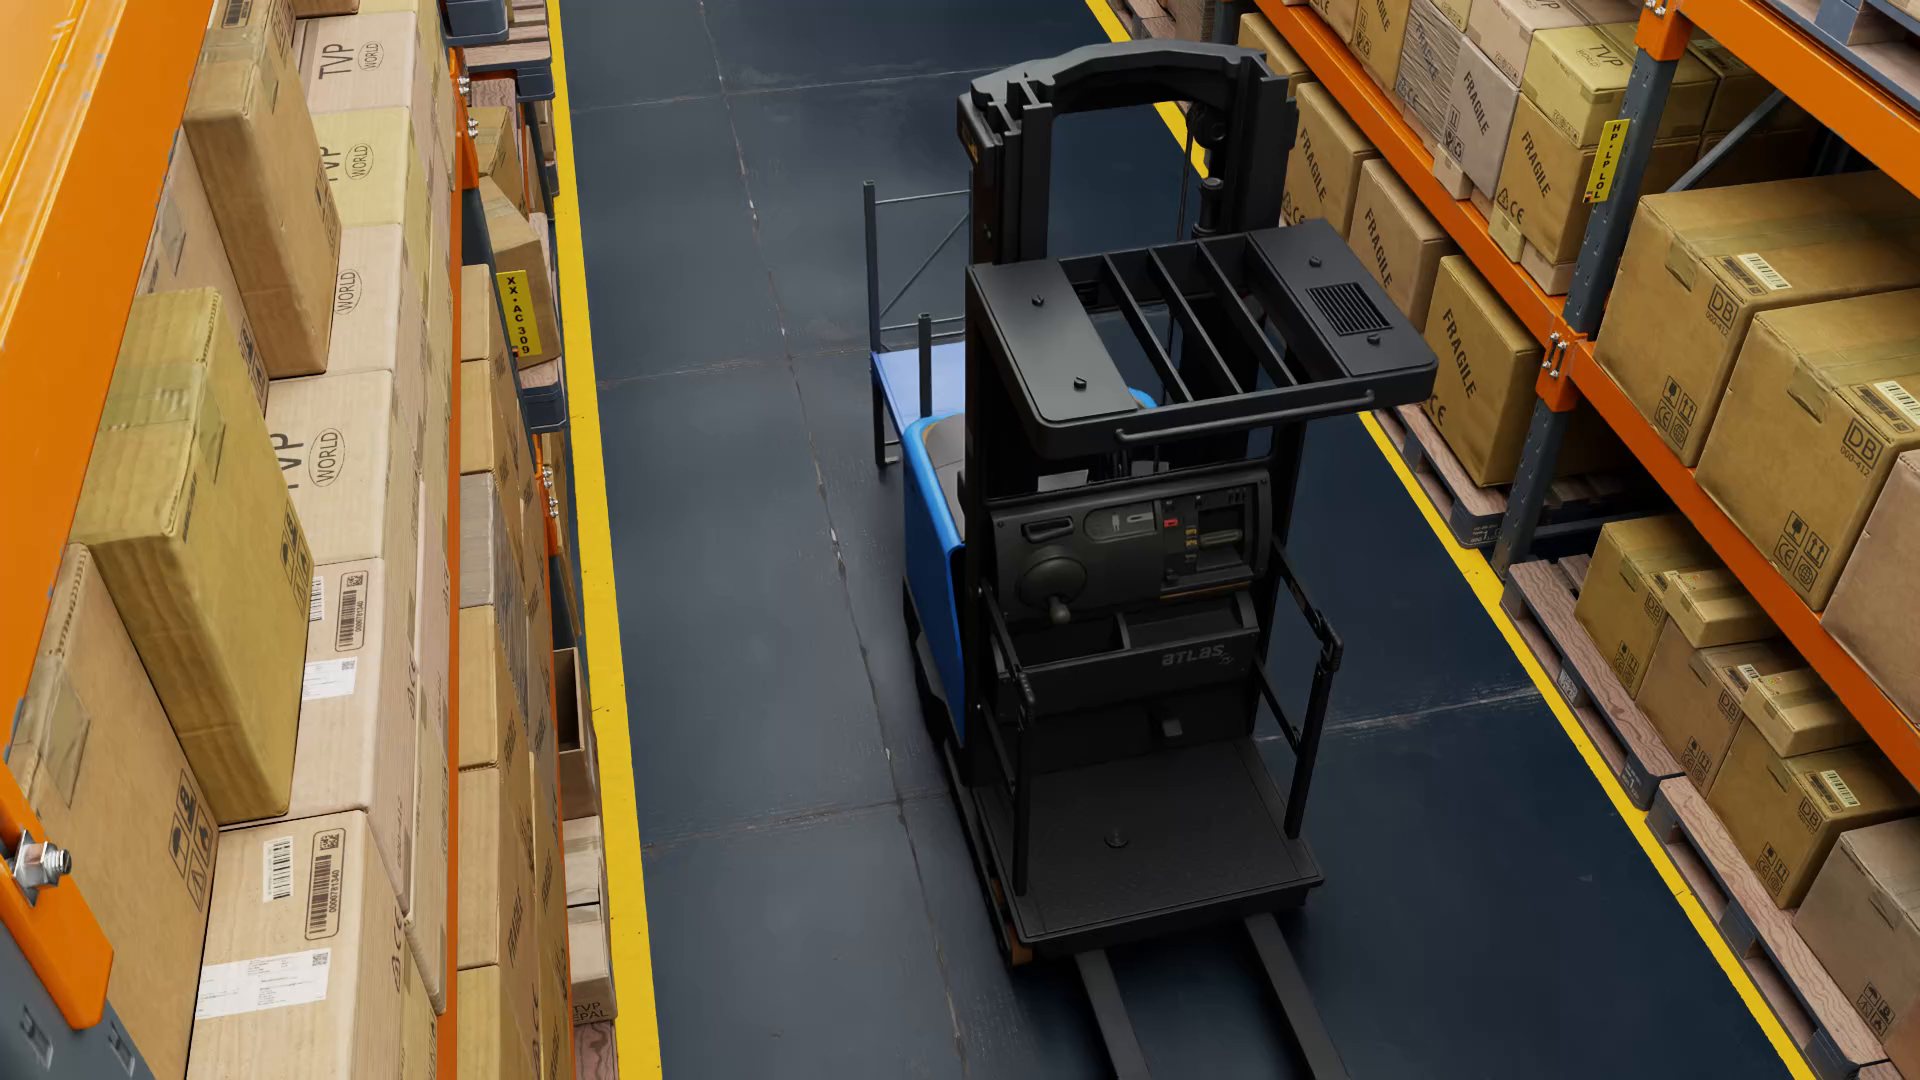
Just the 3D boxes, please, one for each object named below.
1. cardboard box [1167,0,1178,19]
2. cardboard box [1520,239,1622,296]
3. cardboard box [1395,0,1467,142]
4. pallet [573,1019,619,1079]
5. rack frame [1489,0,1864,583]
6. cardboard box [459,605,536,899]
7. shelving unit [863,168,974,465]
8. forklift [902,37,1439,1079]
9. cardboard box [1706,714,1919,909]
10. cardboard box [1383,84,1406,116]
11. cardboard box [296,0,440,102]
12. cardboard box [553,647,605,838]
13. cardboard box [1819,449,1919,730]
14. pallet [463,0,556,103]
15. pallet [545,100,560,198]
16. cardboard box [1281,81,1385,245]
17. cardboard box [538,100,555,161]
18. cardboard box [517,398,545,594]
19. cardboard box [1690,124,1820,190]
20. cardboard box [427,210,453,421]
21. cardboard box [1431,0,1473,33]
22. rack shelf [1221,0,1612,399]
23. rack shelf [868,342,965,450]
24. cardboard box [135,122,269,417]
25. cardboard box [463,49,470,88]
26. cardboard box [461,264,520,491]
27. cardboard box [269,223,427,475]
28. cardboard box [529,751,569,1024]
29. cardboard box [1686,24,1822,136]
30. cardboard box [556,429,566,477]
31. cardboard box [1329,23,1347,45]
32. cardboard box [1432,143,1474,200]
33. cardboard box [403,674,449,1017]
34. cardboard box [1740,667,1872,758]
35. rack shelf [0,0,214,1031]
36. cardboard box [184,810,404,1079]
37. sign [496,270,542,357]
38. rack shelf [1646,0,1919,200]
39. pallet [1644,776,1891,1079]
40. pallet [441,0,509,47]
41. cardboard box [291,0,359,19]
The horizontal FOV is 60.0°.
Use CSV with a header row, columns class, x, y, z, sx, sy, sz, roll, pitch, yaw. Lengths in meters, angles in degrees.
class,x,y,z,sx,sy,sz,roll,pitch,yaw
cardboard box,1.793,-3.677,10.966,0.700,0.500,0.500,-8,42,-9
cardboard box,2.511,-1.136,6.727,0.380,0.149,0.250,-8,42,-9
cardboard box,2.295,-2.120,7.346,0.500,0.500,0.500,-8,42,-9
pallet,-1.562,1.949,5.178,1.003,0.211,1.213,-8,42,-9
rack frame,2.860,-1.044,6.449,1.000,3.000,0.127,-8,42,-9
cardboard box,-1.284,0.532,3.844,0.500,0.500,0.500,-9,42,-10
shelving unit,-0.035,-0.642,7.126,0.538,1.500,1.048,-9,42,-11
forklift,0.615,0.110,5.199,1.130,2.935,3.031,-9,42,-10
cardboard box,3.136,0.892,5.834,0.700,0.500,0.500,-7,42,-8
cardboard box,2.234,-2.140,7.857,0.380,0.149,0.250,-7,42,-8
cardboard box,-1.606,-1.308,4.223,0.500,0.250,0.500,-8,42,-9
cardboard box,-1.576,0.767,5.960,0.500,0.500,0.500,-8,42,-9
cardboard box,3.280,0.142,4.887,0.980,0.700,0.700,-10,43,-11
pallet,-2.624,-2.424,8.147,1.213,0.211,1.003,-8,42,-9
pallet,-2.979,-2.421,10.100,1.003,0.211,1.213,-8,42,-9
cardboard box,2.211,-1.926,8.745,0.750,0.750,0.750,-9,42,-9
cardboard box,-2.665,-2.435,9.771,0.500,0.250,0.500,-8,42,-9
cardboard box,-1.617,-0.082,5.290,0.500,0.500,0.500,-8,42,-9
cardboard box,3.007,-1.535,6.687,0.500,0.500,0.500,-10,43,-11
cardboard box,-1.397,-0.472,3.658,0.500,0.250,0.500,-8,42,-9
cardboard box,2.299,-2.410,7.108,0.500,0.250,0.500,-8,42,-8
rack shelf,2.429,-2.072,8.148,1.077,0.370,4.000,-8,42,-9
rack shelf,-0.035,-0.508,7.245,0.538,0.185,1.000,-9,42,-11
cardboard box,-1.477,-0.248,2.464,0.700,0.500,0.500,-8,42,-9
cardboard box,-2.582,-2.107,7.254,0.700,0.500,0.500,-1,42,-1
cardboard box,-1.614,-0.453,4.954,0.500,0.500,0.500,-8,42,-9
cardboard box,-1.288,-0.335,3.127,0.500,0.250,0.500,-8,42,-9
cardboard box,-1.279,0.914,4.167,0.500,0.500,0.500,-8,42,-9
cardboard box,3.016,-1.816,6.439,0.500,0.250,0.500,-7,42,-8
cardboard box,-2.069,-0.579,7.477,0.500,0.500,0.500,-8,42,-9
cardboard box,2.102,-2.643,8.424,0.380,0.149,0.250,-7,42,-8
cardboard box,2.307,-1.634,7.287,0.380,0.149,0.250,-8,42,-9
cardboard box,-1.070,0.500,2.563,0.500,0.250,0.500,-8,42,-9
cardboard box,2.930,0.577,5.700,0.380,0.149,0.250,-9,42,-11
rack shelf,-1.544,-1.009,2.434,1.077,0.370,4.000,-8,42,-9
cardboard box,-0.969,0.638,2.031,0.500,0.250,0.500,-8,42,-9
sign,-1.447,-0.739,5.452,0.100,0.325,0.005,-8,42,-9
rack shelf,3.292,-0.601,4.231,1.077,0.370,4.000,-8,42,-9
pallet,3.215,1.295,5.914,1.003,0.211,1.213,-8,42,-9
pallet,-2.048,-1.816,5.200,1.213,0.211,1.003,-8,42,-9
cardboard box,-1.833,-1.555,3.936,0.700,0.500,0.500,-8,42,-9
